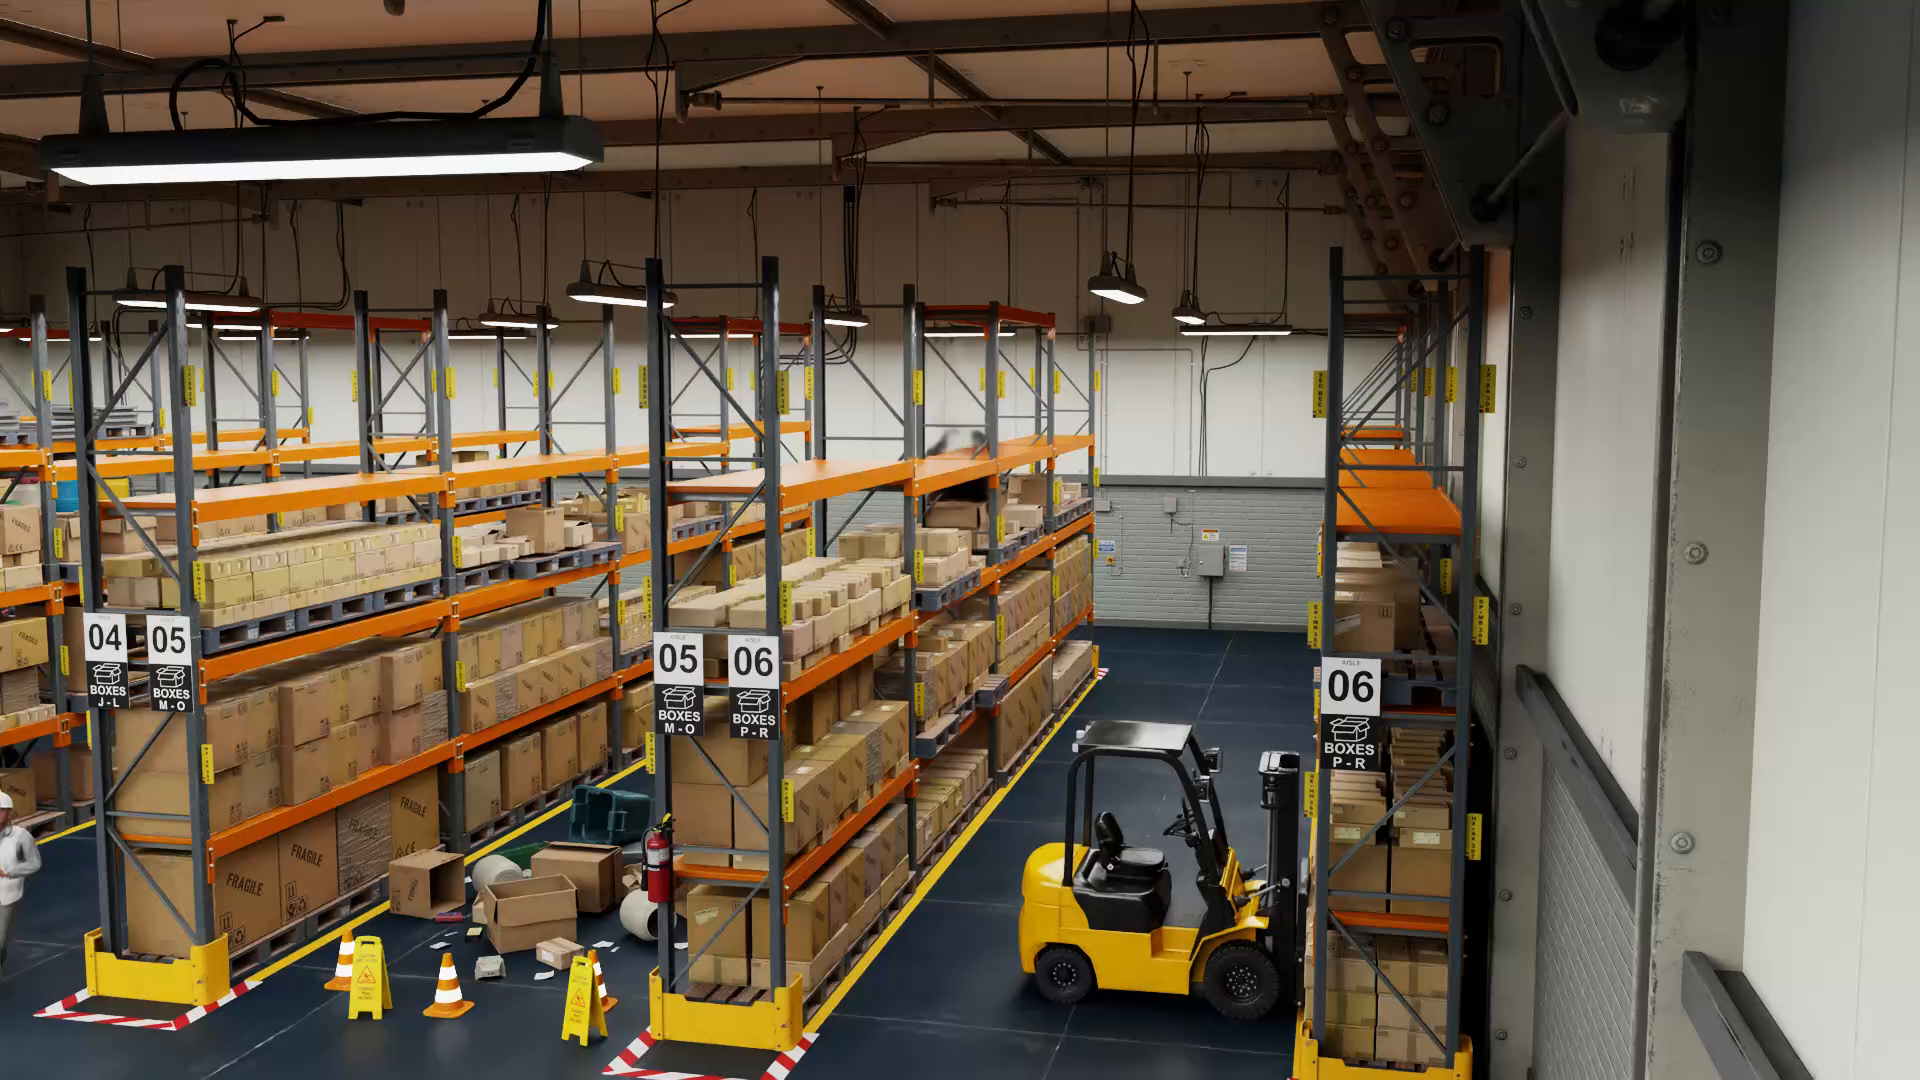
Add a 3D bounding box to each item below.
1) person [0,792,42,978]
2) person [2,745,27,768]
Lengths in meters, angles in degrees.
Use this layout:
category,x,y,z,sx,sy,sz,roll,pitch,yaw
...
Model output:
category,x,y,z,sx,sy,sz,roll,pitch,yaw
person,-7.856,2.927,13.602,0.660,1.786,0.892,-2,6,-20
person,-11.871,2.283,20.687,0.514,1.631,0.653,1,6,10
